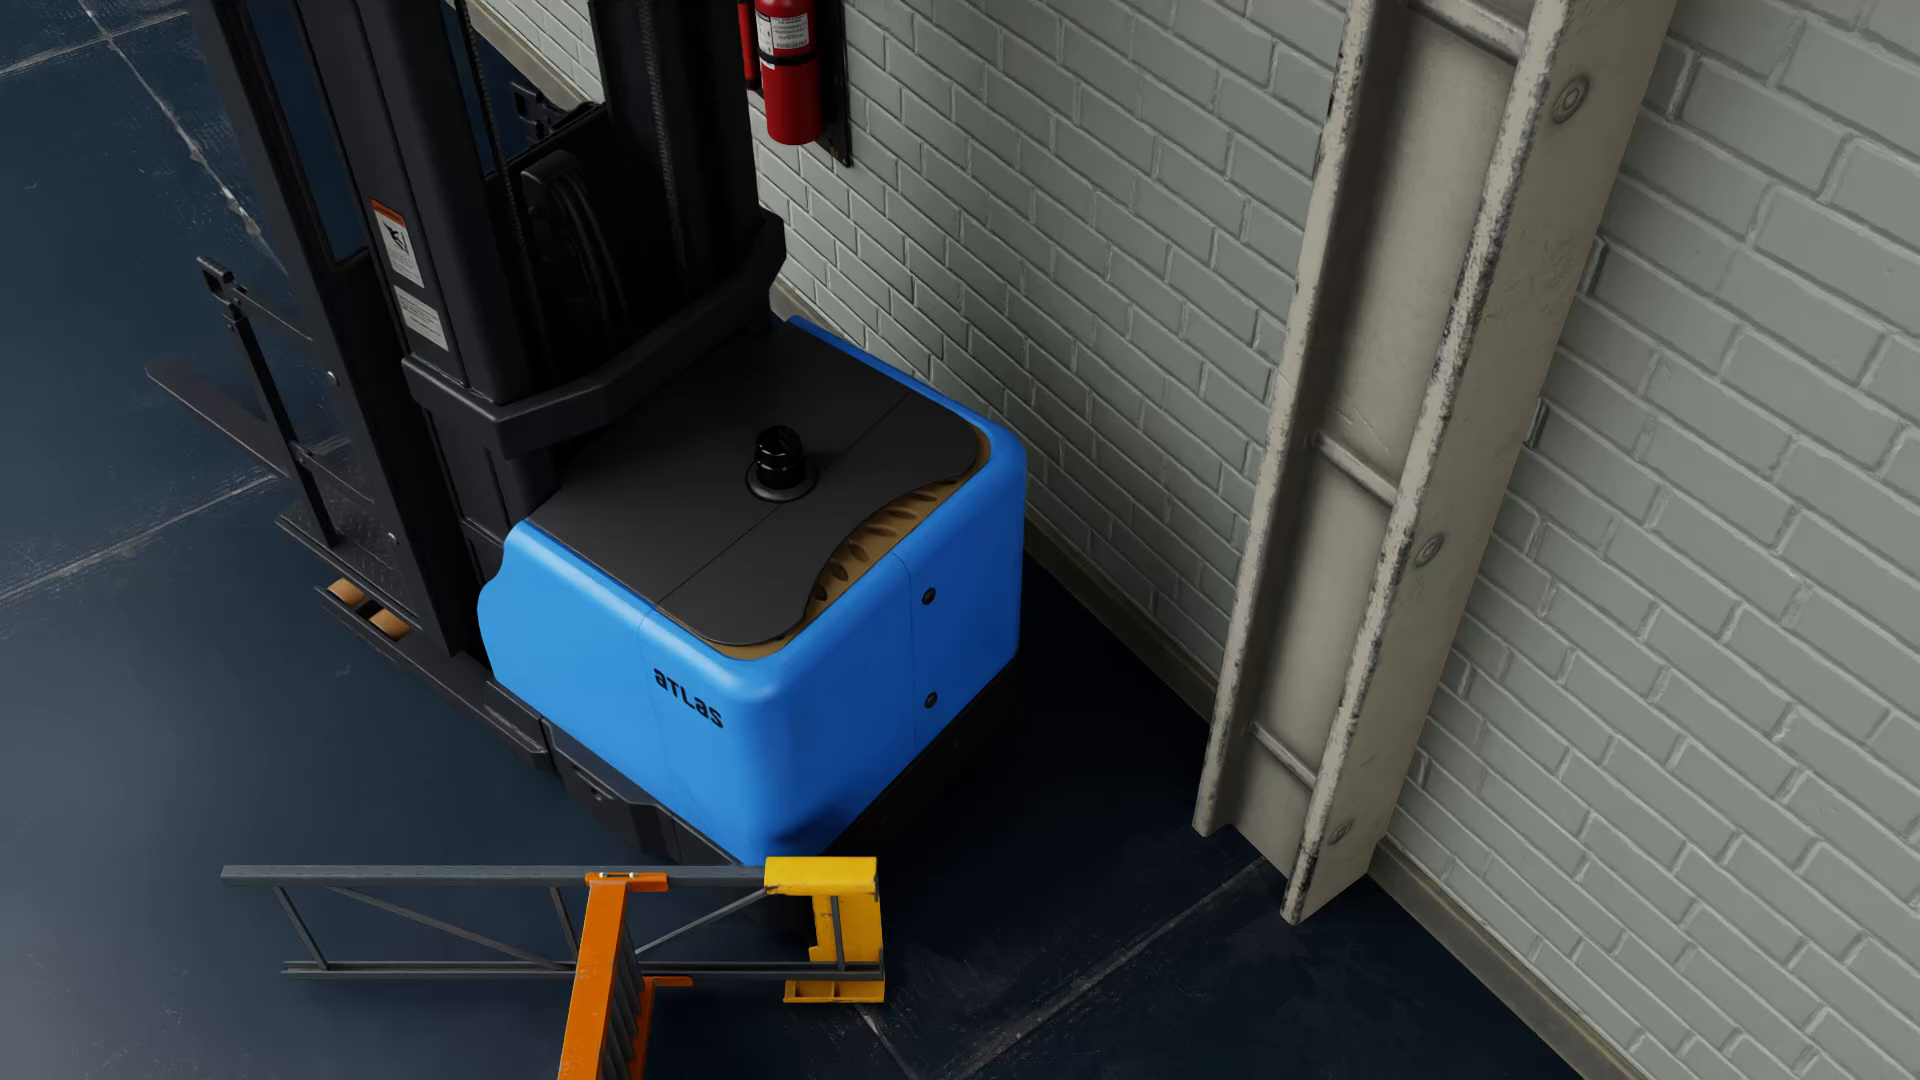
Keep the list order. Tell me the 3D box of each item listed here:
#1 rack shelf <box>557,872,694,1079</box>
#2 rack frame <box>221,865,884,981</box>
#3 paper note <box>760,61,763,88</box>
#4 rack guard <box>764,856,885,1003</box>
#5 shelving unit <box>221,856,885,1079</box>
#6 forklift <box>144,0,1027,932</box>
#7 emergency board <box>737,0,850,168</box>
[{"bbox_3d":[-0.762,1.303,3.655,0.185,0.538,1.000,0,48,0],"label":"rack shelf"},{"bbox_3d":[-0.941,0.926,3.996,1.500,0.500,0.032,0,48,0],"label":"rack frame"},{"bbox_3d":[-0.646,-1.498,5.178,0.016,0.148,0.142,-29,54,-24],"label":"paper note"},{"bbox_3d":[-0.316,0.941,3.983,0.250,0.587,0.087,0,48,0],"label":"rack guard"},{"bbox_3d":[-0.942,1.310,3.649,1.500,0.587,1.083,0,48,0],"label":"shelving unit"},{"bbox_3d":[-1.291,-0.903,4.091,3.031,2.935,1.130,30,55,25],"label":"forklift"},{"bbox_3d":[-0.594,-1.658,4.729,0.194,1.169,0.643,-29,54,-24],"label":"emergency board"}]
